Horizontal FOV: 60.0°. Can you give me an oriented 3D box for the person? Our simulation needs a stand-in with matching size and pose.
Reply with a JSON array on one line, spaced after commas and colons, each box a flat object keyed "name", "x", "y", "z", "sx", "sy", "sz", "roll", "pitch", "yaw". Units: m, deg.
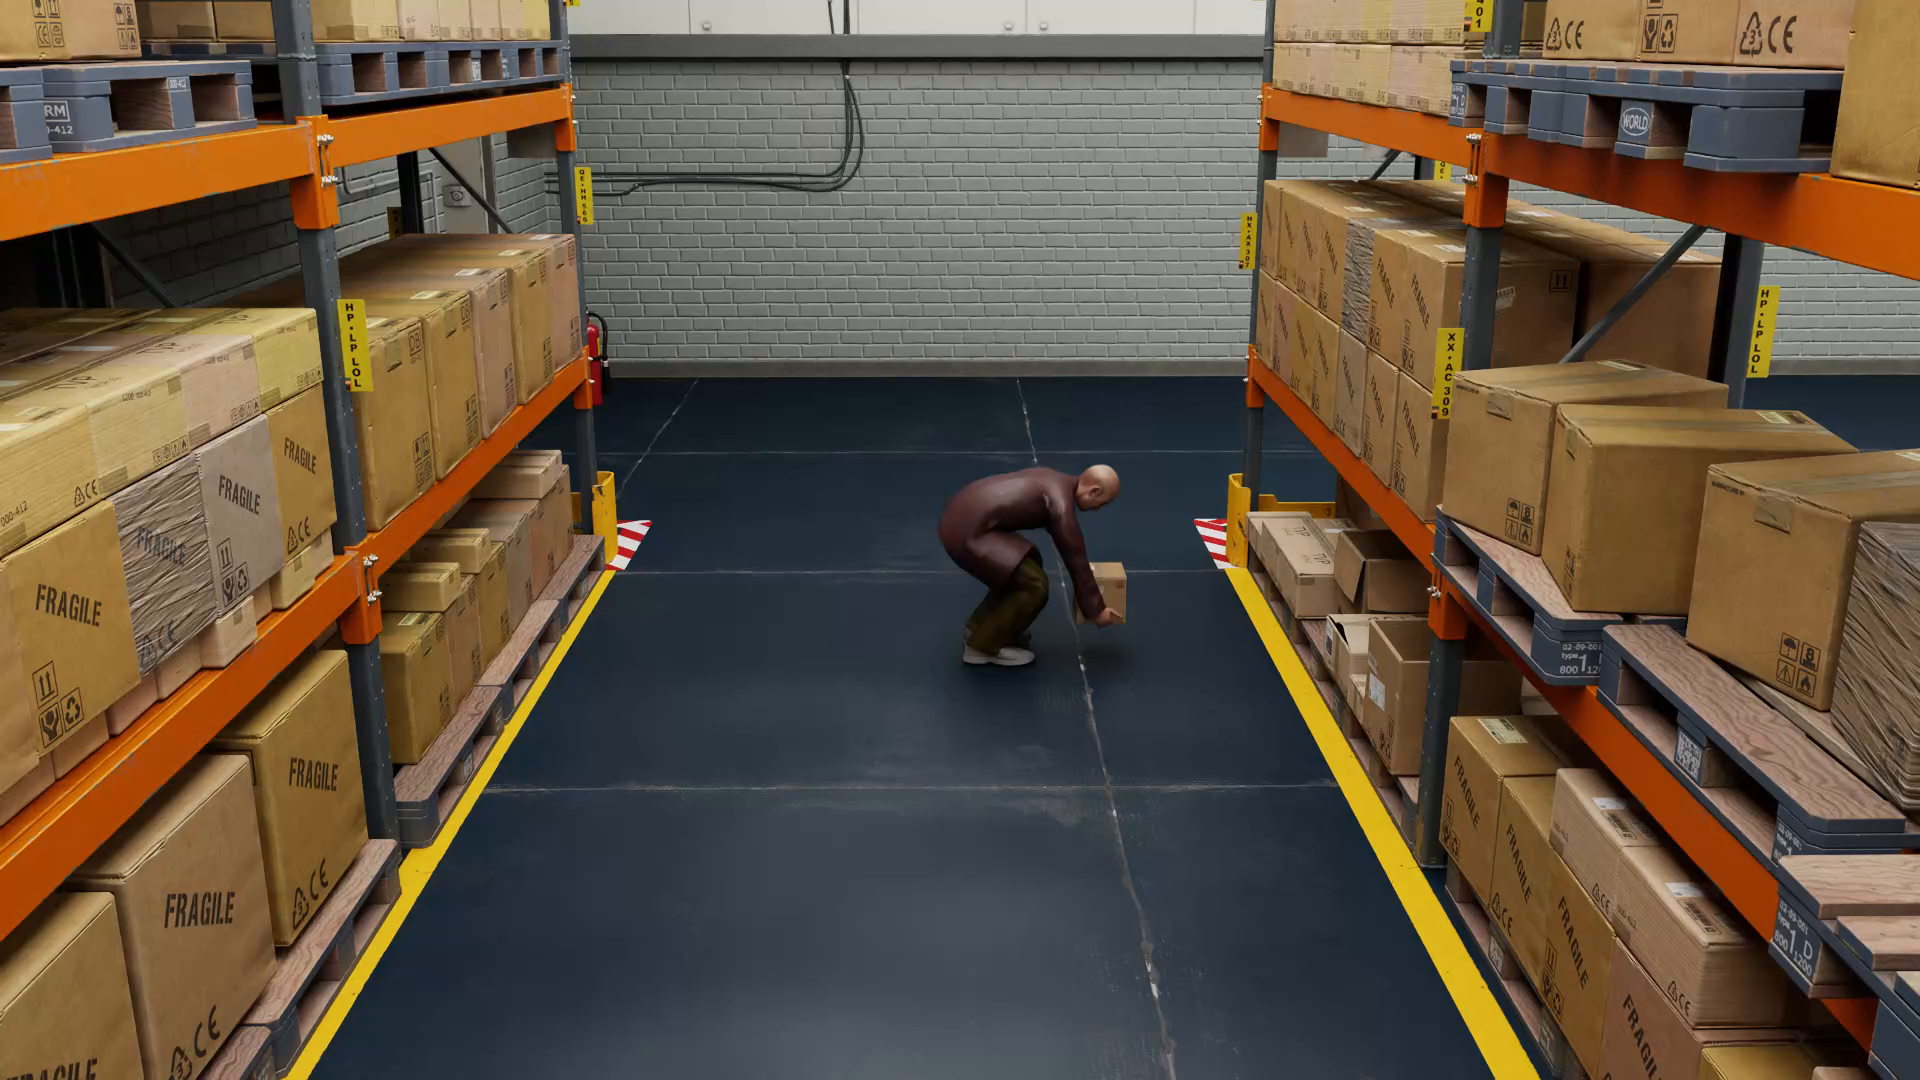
[{"name": "person", "x": 0.357, "y": 0.122, "z": 8.534, "sx": 0.952, "sy": 0.985, "sz": 0.594, "roll": -1, "pitch": 17, "yaw": -3}]
